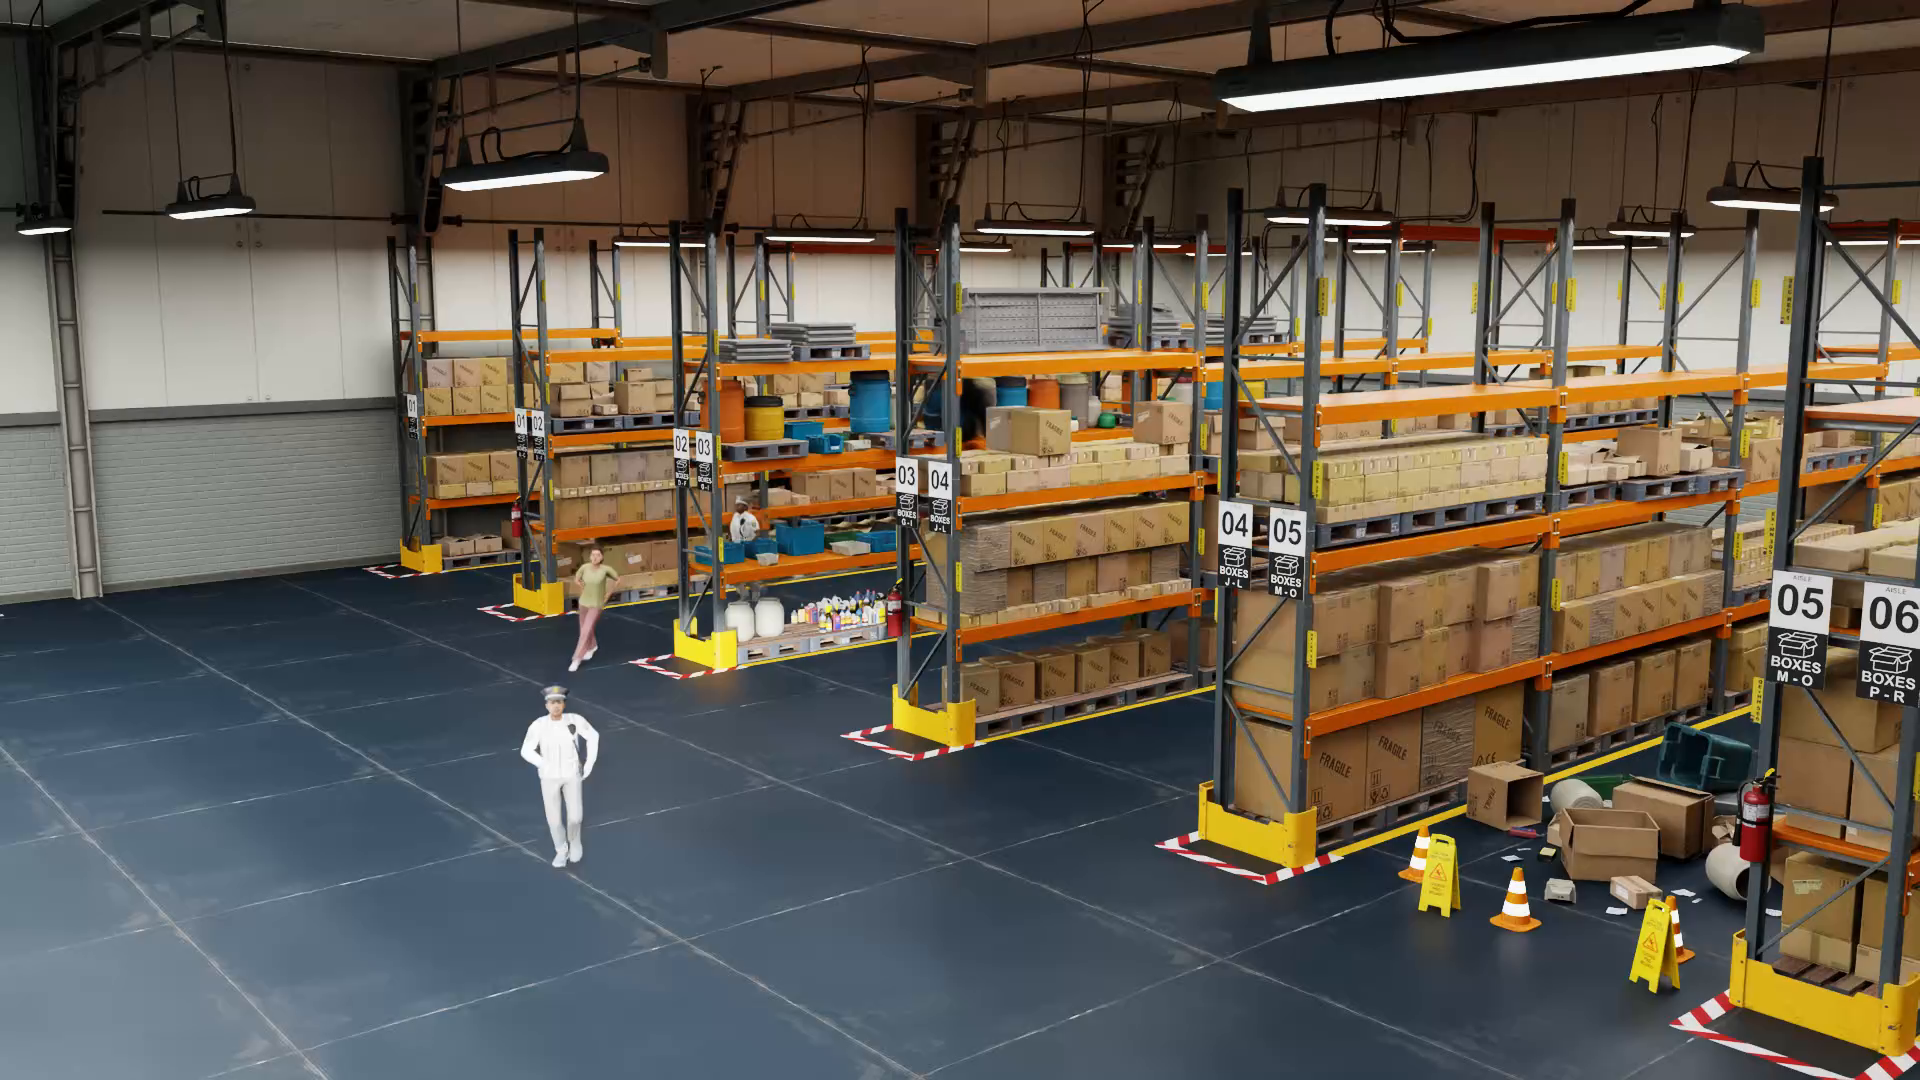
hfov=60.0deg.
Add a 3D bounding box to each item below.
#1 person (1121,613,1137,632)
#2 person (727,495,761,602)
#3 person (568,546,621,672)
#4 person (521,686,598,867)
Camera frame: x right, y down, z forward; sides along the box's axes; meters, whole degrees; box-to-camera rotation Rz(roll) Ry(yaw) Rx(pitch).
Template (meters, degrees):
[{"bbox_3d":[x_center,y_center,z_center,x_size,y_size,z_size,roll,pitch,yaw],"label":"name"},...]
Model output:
[{"bbox_3d":[2.317,0.418,23.412,0.697,1.844,0.639,-6,11,-36],"label":"person"},{"bbox_3d":[-3.334,0.146,25.523,0.584,1.679,0.492,8,12,41],"label":"person"},{"bbox_3d":[-4.947,0.897,22.528,0.577,1.667,0.846,2,9,13],"label":"person"},{"bbox_3d":[-3.515,2.099,14.657,0.671,1.663,0.562,-2,9,-13],"label":"person"}]
